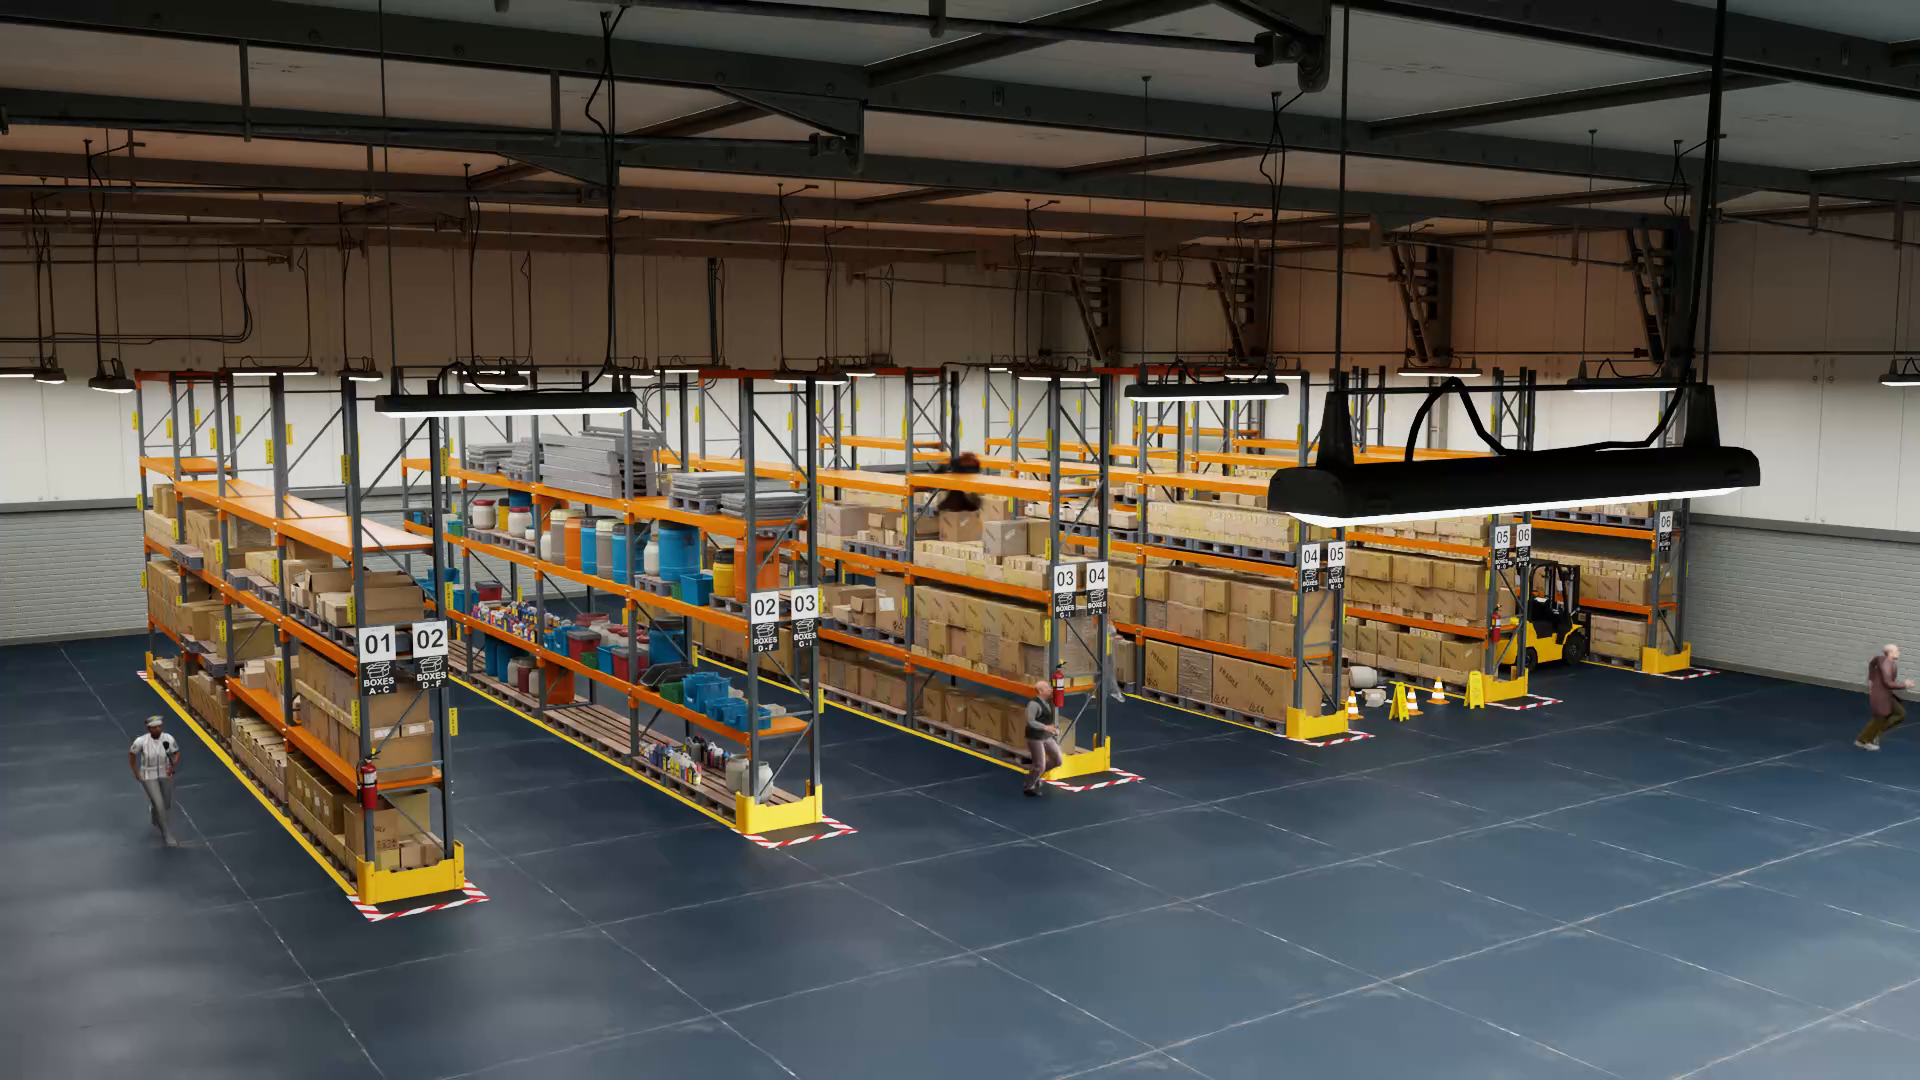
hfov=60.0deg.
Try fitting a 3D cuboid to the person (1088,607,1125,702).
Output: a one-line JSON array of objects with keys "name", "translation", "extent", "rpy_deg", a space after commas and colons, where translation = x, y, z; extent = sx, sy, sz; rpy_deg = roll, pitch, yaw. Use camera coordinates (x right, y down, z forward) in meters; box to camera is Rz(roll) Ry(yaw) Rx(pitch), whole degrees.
[{"name": "person", "translation": [2.524, 1.976, 28.930], "extent": [0.729, 1.645, 0.565], "rpy_deg": [4, 8, 33]}]

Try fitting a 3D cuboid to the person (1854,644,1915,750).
[{"name": "person", "translation": [14.654, 2.491, 26.327], "extent": [0.793, 1.727, 0.759], "rpy_deg": [4, 8, 31]}]

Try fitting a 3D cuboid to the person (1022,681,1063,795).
[{"name": "person", "translation": [1.182, 2.830, 23.722], "extent": [0.628, 1.675, 0.677], "rpy_deg": [4, 7, 29]}]

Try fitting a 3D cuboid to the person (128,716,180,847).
[{"name": "person", "translation": [-10.429, 3.080, 21.579], "extent": [0.599, 1.685, 0.915], "rpy_deg": [-5, 8, -39]}]
